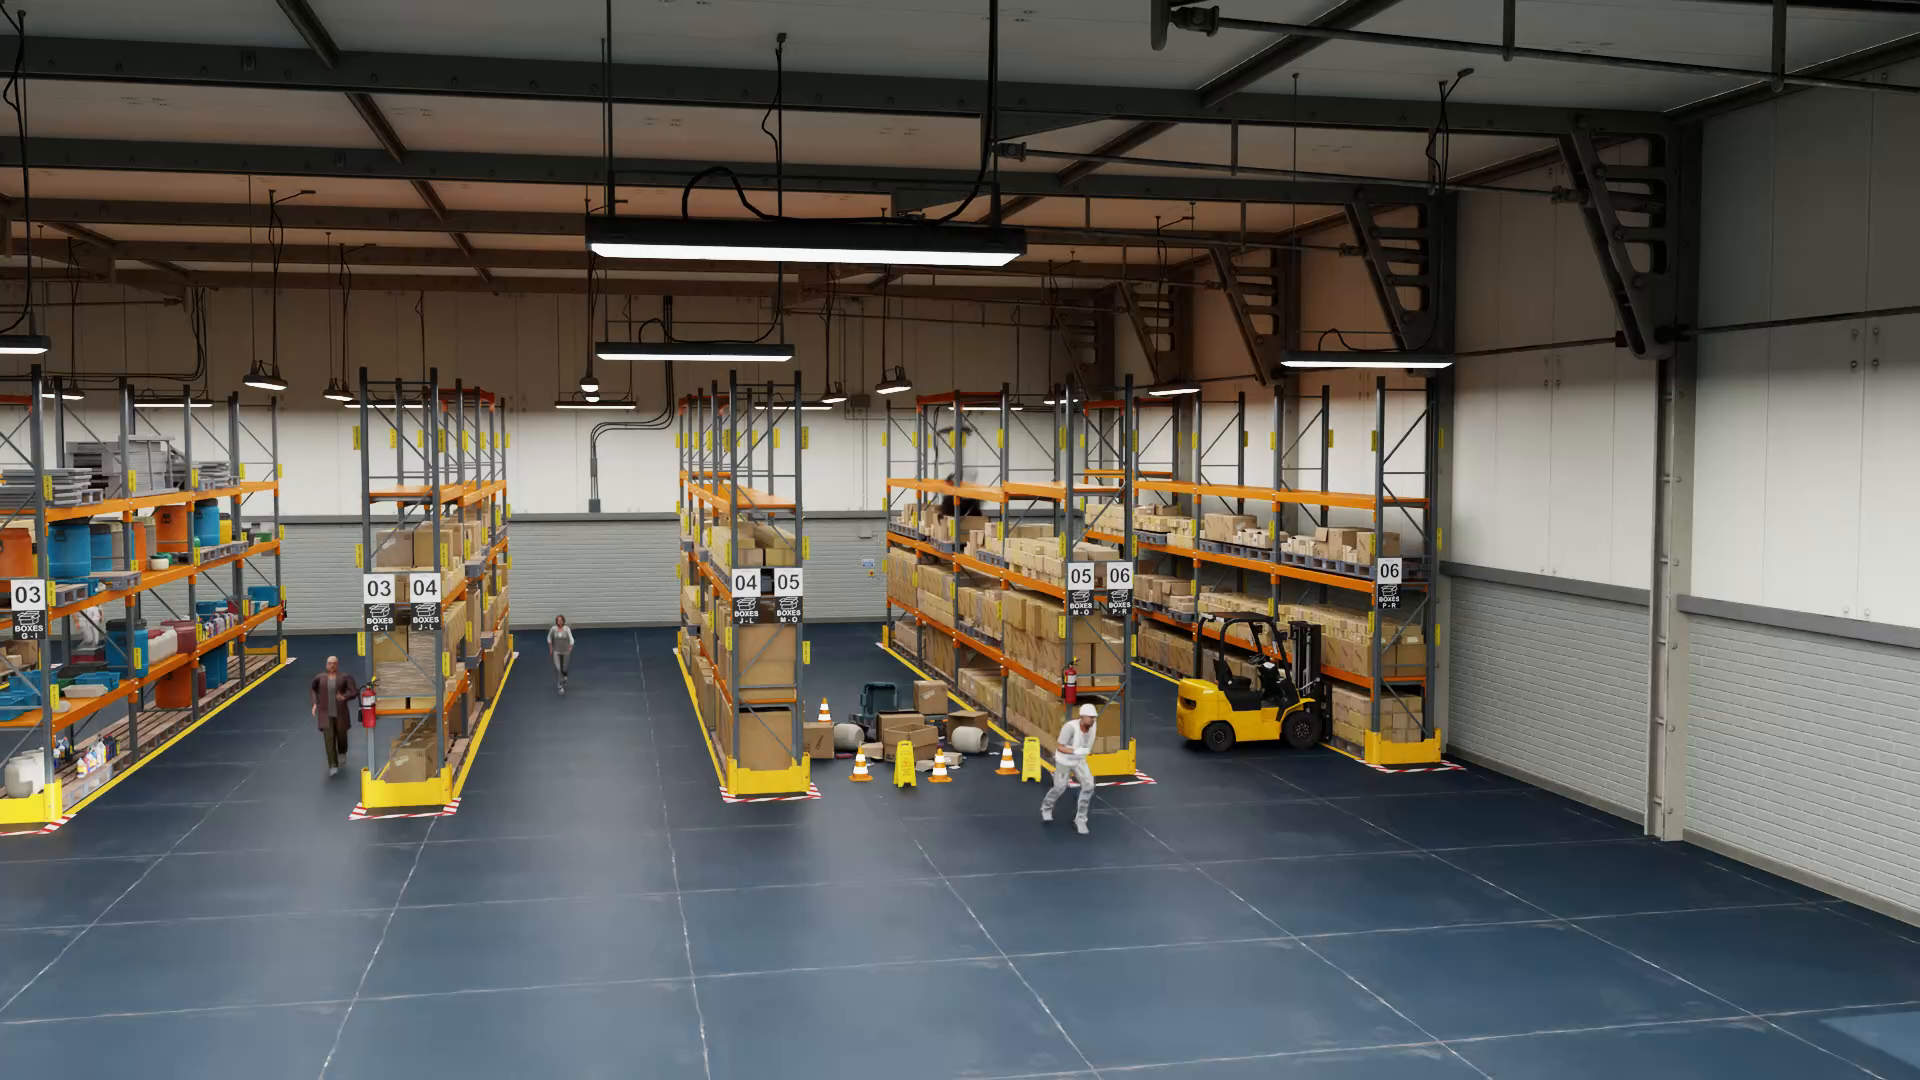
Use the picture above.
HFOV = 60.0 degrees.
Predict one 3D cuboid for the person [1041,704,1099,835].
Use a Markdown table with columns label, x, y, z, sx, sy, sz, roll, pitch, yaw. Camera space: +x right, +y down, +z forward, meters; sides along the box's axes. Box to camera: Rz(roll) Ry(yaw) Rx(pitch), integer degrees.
| label | x | y | z | sx | sy | sz | roll | pitch | yaw |
| --- | --- | --- | --- | --- | --- | --- | --- | --- | --- |
| person | 1.419 | 2.919 | 21.394 | 0.716 | 1.722 | 1.014 | -3 | 4 | -38 |

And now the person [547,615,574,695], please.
| label | x | y | z | sx | sy | sz | roll | pitch | yaw |
| --- | --- | --- | --- | --- | --- | --- | --- | --- | --- |
| person | -7.962 | 2.259 | 33.146 | 0.526 | 1.572 | 0.745 | -1 | 3 | -12 |

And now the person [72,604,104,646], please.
| label | x | y | z | sx | sy | sz | roll | pitch | yaw |
| --- | --- | --- | --- | --- | --- | --- | --- | --- | --- |
| person | -19.659 | 1.906 | 37.596 | 0.609 | 1.719 | 0.645 | 3 | 4 | 37 |

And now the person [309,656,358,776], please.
| label | x | y | z | sx | sy | sz | roll | pitch | yaw |
| --- | --- | --- | --- | --- | --- | --- | --- | --- | --- |
| person | -9.420 | 2.619 | 25.024 | 0.710 | 1.755 | 0.949 | -1 | 4 | -16 |
